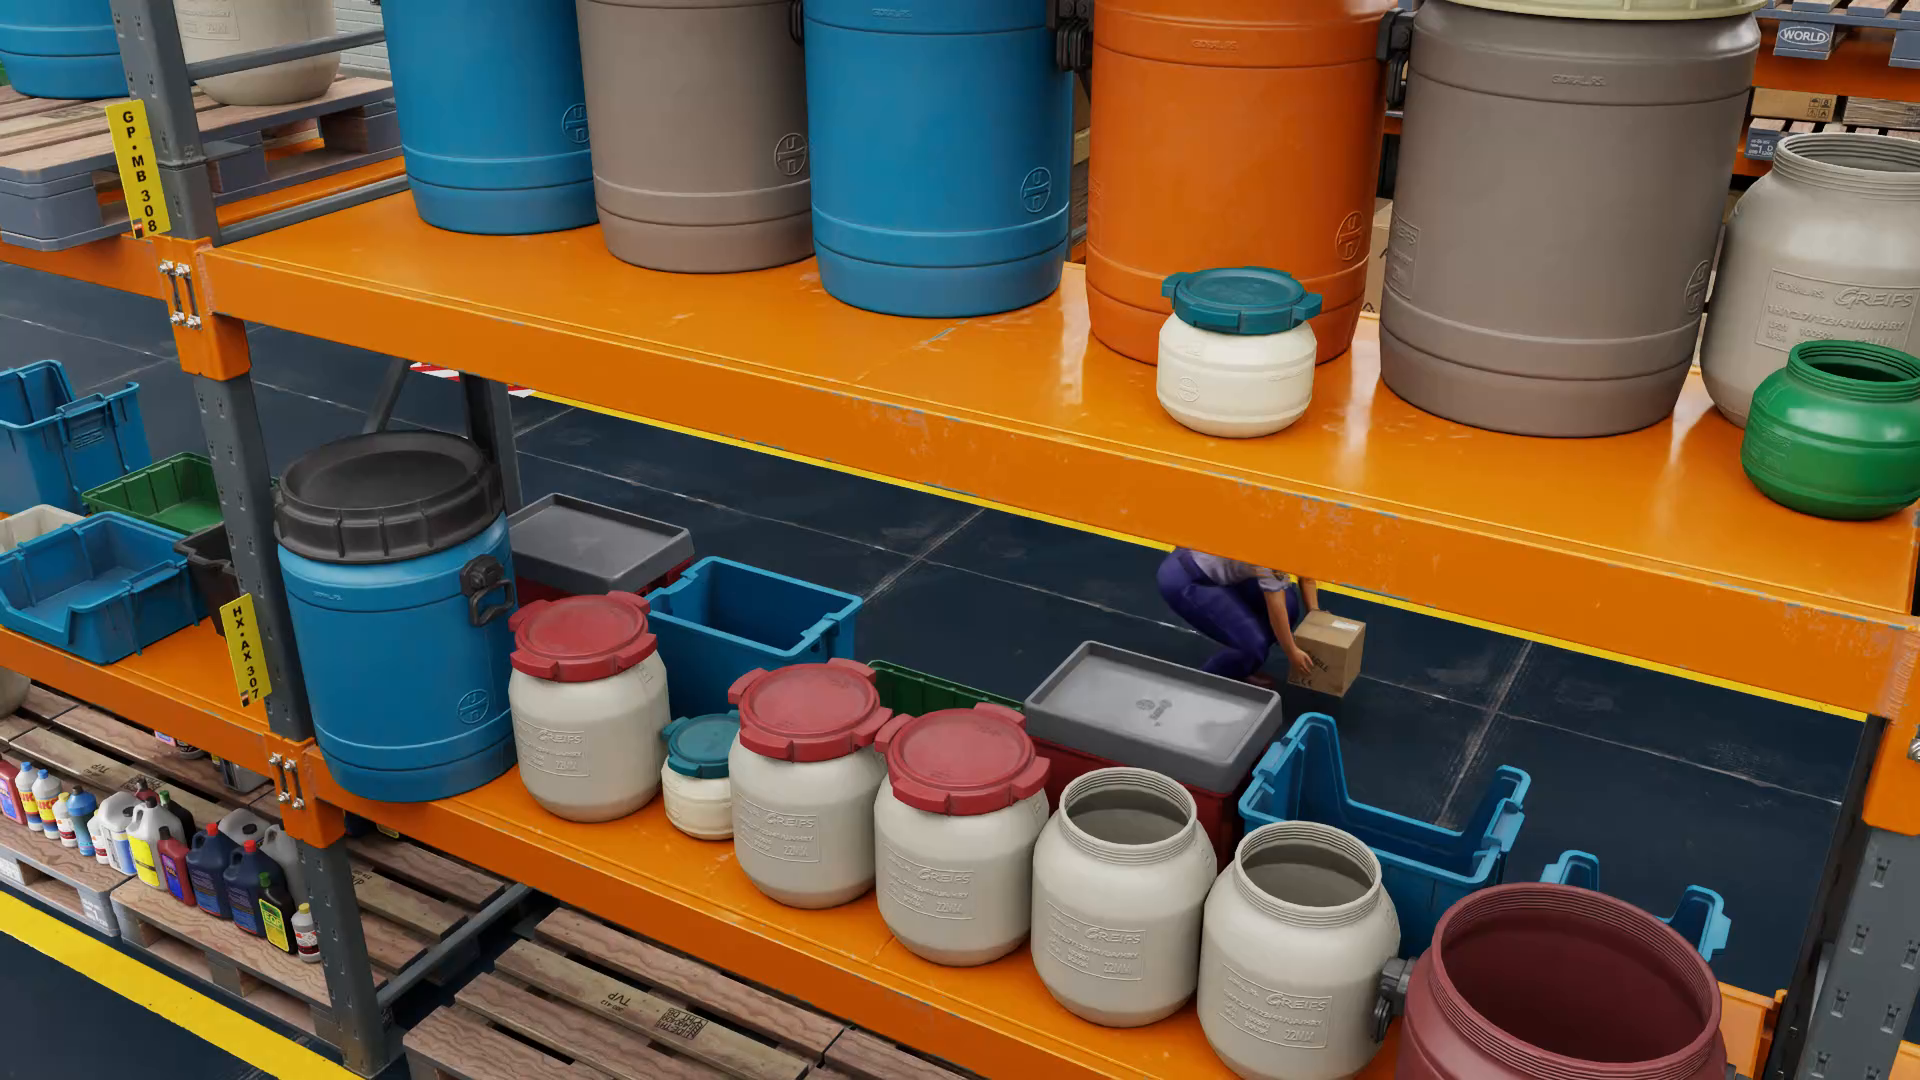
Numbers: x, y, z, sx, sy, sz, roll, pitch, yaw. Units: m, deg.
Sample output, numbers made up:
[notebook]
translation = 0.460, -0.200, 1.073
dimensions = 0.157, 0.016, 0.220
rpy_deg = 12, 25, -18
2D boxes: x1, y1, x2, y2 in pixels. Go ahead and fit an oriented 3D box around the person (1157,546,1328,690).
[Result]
[person]
translation = 1.275, 0.210, 7.332
dimensions = 0.768, 1.099, 0.538
rpy_deg = 14, 30, 26
